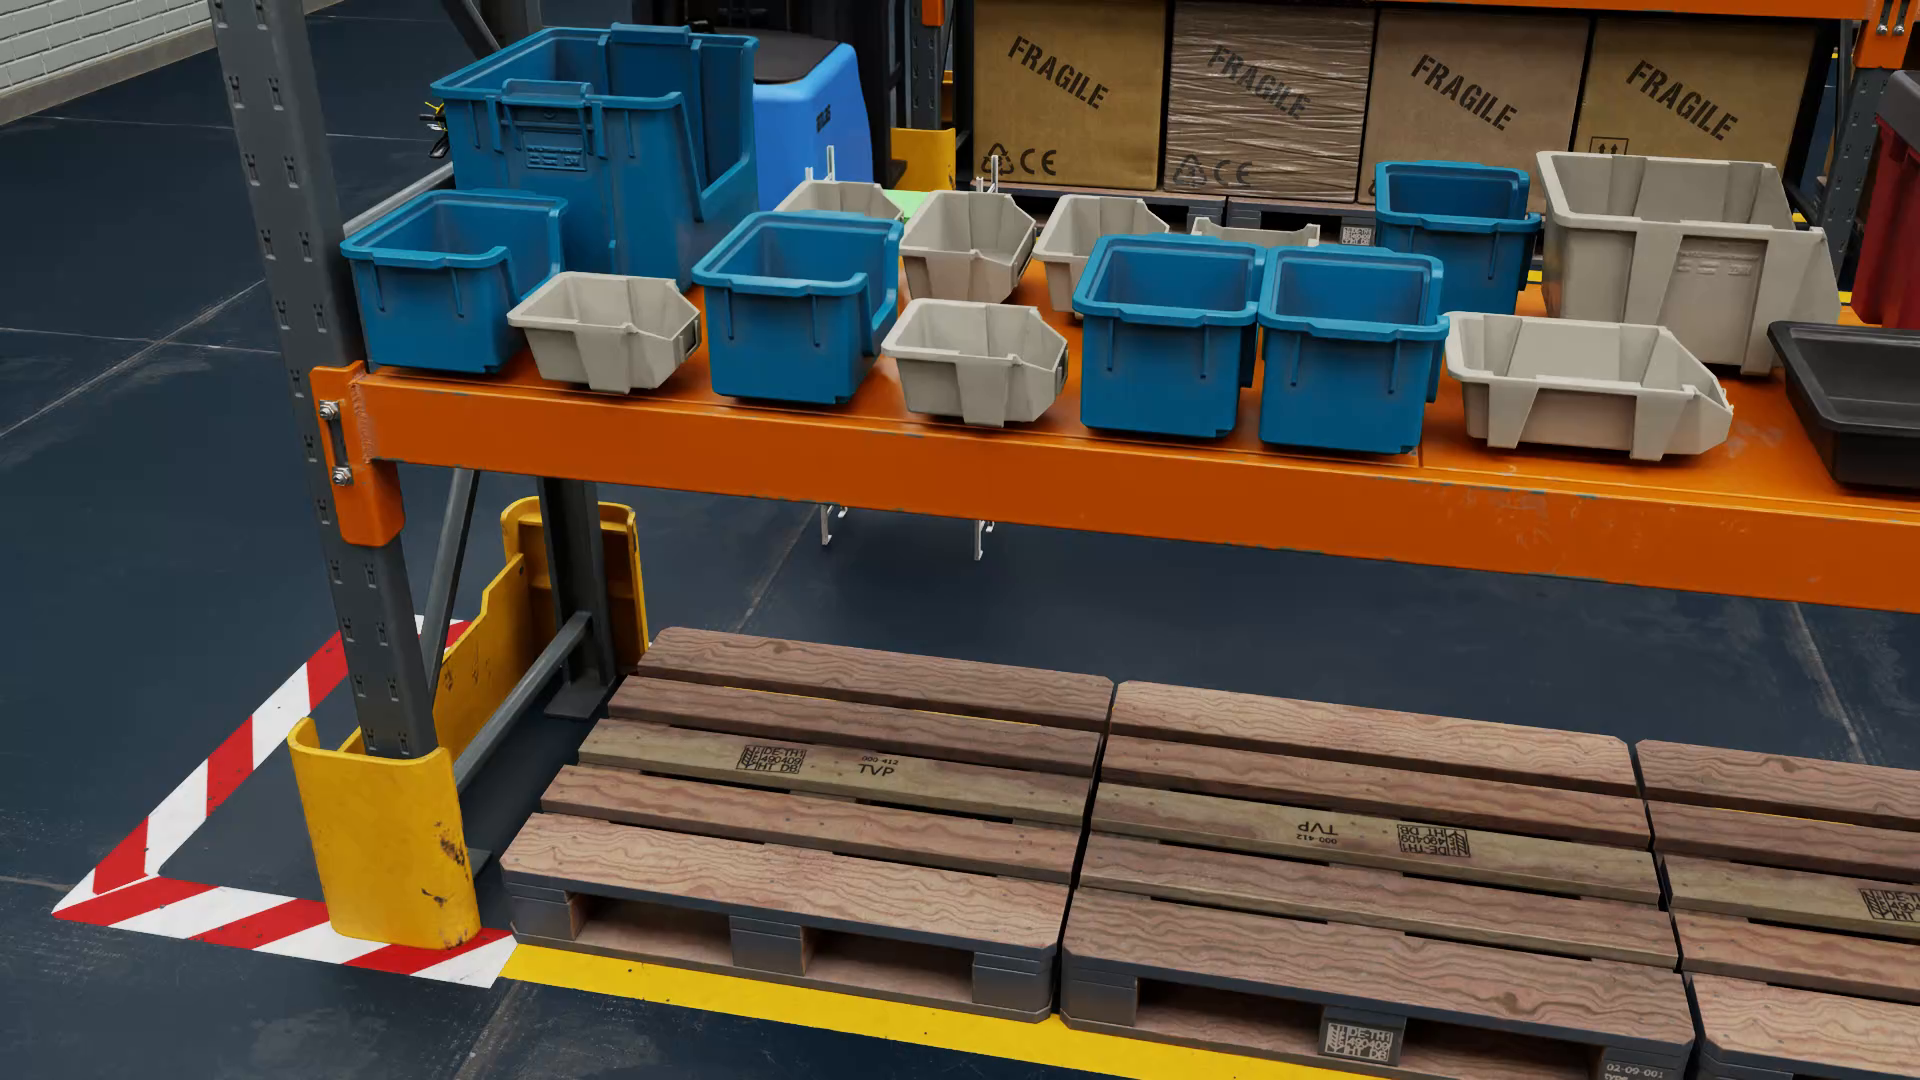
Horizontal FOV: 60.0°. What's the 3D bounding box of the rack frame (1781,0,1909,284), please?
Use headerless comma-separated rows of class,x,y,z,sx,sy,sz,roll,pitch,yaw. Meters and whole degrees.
rack frame,3.848,-2.636,6.942,0.127,3.000,1.000,6,29,11

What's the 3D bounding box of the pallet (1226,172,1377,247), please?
pallet,1.924,-1.648,8.040,1.213,0.211,1.003,6,29,11

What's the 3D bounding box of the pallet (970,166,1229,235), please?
pallet,0.735,-1.771,8.265,1.213,0.211,1.003,6,29,11

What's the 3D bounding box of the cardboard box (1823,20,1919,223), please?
cardboard box,4.478,-1.834,7.251,0.875,0.875,1.225,6,29,11

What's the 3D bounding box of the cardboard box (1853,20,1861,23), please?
cardboard box,6.168,-3.792,11.219,0.500,0.500,0.500,7,30,13

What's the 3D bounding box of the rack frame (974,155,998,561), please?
rack frame,0.077,-0.518,4.948,0.015,1.200,0.240,6,29,11

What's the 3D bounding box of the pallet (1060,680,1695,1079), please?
pallet,0.890,0.736,3.686,1.213,0.211,1.003,6,29,11

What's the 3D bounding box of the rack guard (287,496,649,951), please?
rack guard,-1.124,0.389,4.020,0.348,0.500,1.175,6,29,11

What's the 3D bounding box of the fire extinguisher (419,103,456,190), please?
fire extinguisher,-1.150,-0.743,3.952,0.183,0.674,0.296,6,29,11

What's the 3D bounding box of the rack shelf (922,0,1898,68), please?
rack shelf,1.892,-2.521,7.481,4.000,0.370,1.077,6,29,11

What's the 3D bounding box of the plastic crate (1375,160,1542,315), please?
plastic crate,0.964,-0.579,3.296,0.300,0.233,0.416,6,29,11

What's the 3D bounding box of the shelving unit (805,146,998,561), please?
shelving unit,-0.162,-0.543,4.992,0.503,1.200,0.258,6,29,11

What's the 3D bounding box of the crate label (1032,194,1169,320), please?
crate label,0.295,-0.573,3.385,0.243,0.136,0.396,6,29,11

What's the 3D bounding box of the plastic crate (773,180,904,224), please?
plastic crate,-0.262,-0.625,3.481,0.243,0.136,0.396,6,29,11

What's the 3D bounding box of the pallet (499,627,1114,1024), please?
pallet,-0.299,0.613,3.911,1.213,0.211,1.003,6,29,11

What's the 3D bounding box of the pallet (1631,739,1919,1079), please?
pallet,2.087,0.857,3.464,1.213,0.211,1.003,6,29,11

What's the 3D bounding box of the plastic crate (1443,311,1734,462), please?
plastic crate,1.048,-0.254,2.803,0.466,0.136,0.293,6,29,11

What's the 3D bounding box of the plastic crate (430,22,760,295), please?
plastic crate,-0.731,-0.807,3.502,0.499,0.435,0.616,6,29,11

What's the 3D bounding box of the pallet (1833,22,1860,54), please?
pallet,5.745,-3.655,11.707,1.213,0.211,1.003,6,29,11

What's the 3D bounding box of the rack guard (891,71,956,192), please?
rack guard,-0.087,-1.944,8.279,0.348,0.500,1.175,6,29,11

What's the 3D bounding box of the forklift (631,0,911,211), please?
forklift,-0.804,-2.706,7.141,1.130,2.935,3.031,5,29,8

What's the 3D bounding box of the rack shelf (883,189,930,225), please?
rack shelf,-0.162,-0.908,4.792,0.480,0.148,0.258,6,29,11

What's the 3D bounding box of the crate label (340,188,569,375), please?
crate label,-0.925,-0.485,3.124,0.303,0.233,0.416,6,29,11

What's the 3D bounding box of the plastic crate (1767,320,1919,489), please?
plastic crate,1.663,-0.202,2.720,0.590,0.125,0.437,6,29,11

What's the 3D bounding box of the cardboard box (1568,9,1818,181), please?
cardboard box,3.220,-1.992,7.541,0.875,0.875,0.875,6,29,11

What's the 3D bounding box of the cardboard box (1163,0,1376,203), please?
cardboard box,1.469,-2.172,7.869,0.875,0.875,0.875,6,29,11

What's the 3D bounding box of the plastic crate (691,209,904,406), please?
plastic crate,-0.281,-0.419,3.004,0.300,0.233,0.416,6,29,11

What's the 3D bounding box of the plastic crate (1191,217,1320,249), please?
plastic crate,0.589,-0.552,3.347,0.250,0.136,0.298,6,29,11

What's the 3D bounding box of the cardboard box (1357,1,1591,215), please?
cardboard box,2.339,-2.083,7.706,0.875,0.875,0.875,6,29,11

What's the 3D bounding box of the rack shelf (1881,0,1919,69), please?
rack shelf,5.804,-2.120,6.748,4.000,0.370,1.077,6,29,11

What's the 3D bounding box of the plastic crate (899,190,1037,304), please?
plastic crate,0.018,-0.590,3.415,0.243,0.136,0.396,6,29,11

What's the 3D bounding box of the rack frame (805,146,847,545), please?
rack frame,-0.401,-0.567,5.037,0.015,1.200,0.240,6,29,11

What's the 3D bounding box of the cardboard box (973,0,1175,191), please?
cardboard box,0.579,-2.263,8.035,0.875,0.875,0.875,6,29,11

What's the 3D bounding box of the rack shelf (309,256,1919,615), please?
rack shelf,0.858,-0.195,3.232,4.000,0.370,1.077,6,29,11

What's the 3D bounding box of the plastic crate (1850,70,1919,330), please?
plastic crate,1.993,-0.572,3.042,0.583,0.464,0.402,6,29,11

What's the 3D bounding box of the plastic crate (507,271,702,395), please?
plastic crate,-0.629,-0.372,3.018,0.298,0.136,0.250,6,29,11

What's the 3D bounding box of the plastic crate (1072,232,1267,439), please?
plastic crate,0.363,-0.353,2.883,0.300,0.233,0.416,6,29,11

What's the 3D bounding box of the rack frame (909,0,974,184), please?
rack frame,-0.063,-3.038,7.675,0.127,3.000,1.000,6,29,11

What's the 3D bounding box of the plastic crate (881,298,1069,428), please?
plastic crate,0.035,-0.304,2.893,0.298,0.136,0.250,6,29,11

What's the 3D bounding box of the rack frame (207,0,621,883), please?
rack frame,-1.098,-0.711,3.426,0.127,3.000,1.000,6,29,11

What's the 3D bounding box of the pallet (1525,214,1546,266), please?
pallet,3.121,-1.526,7.818,1.213,0.211,1.003,6,29,11

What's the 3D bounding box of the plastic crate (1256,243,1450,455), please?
plastic crate,0.656,-0.323,2.828,0.300,0.233,0.416,6,29,11

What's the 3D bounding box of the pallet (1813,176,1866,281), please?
pallet,4.619,-1.371,7.535,1.213,0.211,1.003,6,29,11

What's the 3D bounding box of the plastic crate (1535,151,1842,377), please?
plastic crate,1.359,-0.524,3.145,0.530,0.282,0.437,6,29,11
